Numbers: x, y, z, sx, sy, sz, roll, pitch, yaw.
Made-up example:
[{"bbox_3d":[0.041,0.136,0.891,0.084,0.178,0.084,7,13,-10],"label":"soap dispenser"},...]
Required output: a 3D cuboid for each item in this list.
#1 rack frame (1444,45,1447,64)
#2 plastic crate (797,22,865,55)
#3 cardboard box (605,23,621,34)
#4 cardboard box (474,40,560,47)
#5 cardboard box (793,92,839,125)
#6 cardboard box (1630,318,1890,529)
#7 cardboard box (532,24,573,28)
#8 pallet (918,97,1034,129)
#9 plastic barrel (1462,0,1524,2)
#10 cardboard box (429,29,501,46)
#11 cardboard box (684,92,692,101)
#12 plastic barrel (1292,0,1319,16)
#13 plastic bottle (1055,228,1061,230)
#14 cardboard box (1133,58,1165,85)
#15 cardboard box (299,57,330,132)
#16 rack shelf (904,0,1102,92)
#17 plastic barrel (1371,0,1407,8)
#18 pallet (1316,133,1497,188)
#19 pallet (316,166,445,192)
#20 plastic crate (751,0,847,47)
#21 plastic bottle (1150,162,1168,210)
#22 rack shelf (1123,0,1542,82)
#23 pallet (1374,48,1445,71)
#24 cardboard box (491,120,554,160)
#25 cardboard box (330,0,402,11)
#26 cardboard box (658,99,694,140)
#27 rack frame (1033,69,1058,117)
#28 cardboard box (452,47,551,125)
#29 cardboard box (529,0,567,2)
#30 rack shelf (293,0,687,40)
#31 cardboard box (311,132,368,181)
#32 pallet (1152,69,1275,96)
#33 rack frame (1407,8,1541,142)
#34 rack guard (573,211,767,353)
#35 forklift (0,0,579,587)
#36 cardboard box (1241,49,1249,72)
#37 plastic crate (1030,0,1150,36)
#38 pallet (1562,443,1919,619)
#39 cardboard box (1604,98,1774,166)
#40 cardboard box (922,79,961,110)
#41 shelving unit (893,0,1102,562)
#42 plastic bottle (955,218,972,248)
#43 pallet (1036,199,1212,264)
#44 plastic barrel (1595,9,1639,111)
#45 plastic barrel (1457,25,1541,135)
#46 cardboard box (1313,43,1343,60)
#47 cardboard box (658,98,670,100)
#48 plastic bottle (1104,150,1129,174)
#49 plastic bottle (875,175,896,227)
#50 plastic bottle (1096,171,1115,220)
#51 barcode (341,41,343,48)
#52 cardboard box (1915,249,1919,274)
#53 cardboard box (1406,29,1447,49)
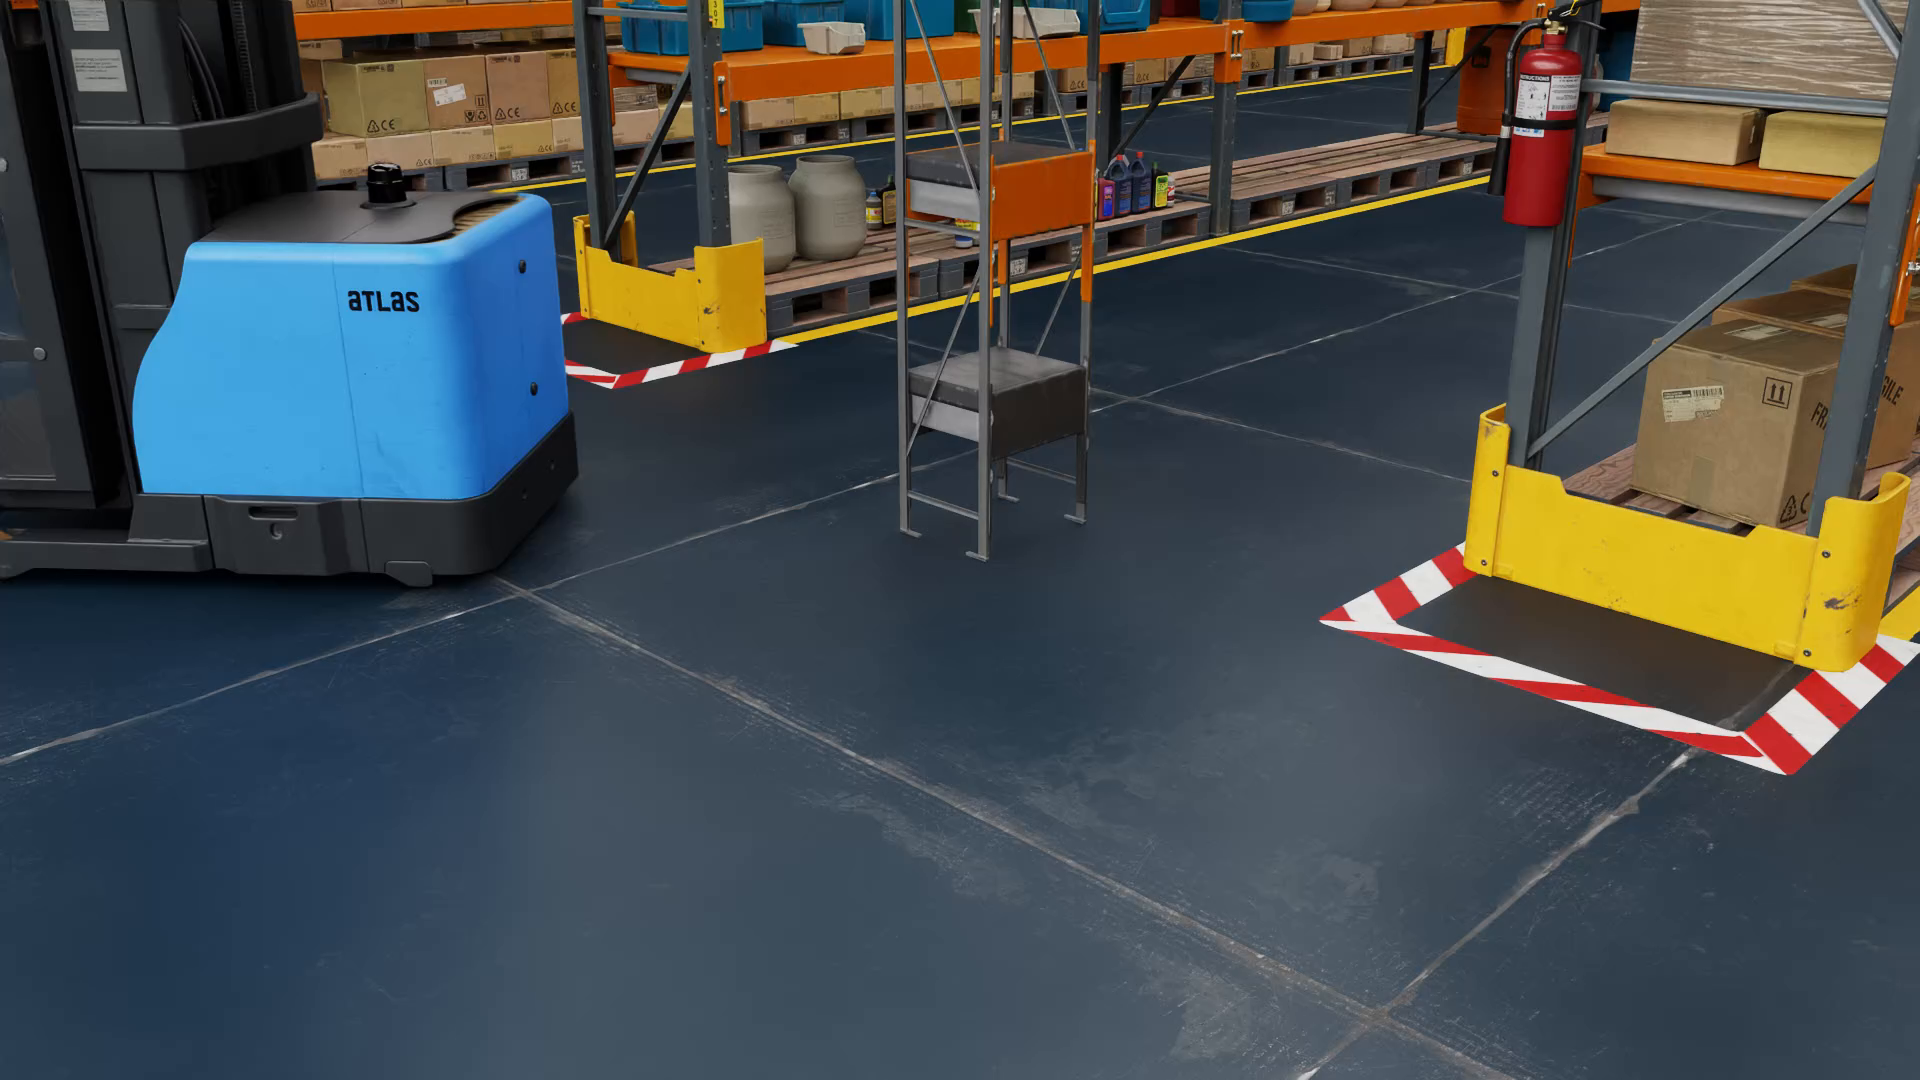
[{"bbox_3d":[6.147,-7.787,21.652,1.000,3.000,0.127,19,28,41],"label":"rack frame"},{"bbox_3d":[-0.613,-2.459,8.160,0.298,0.136,0.250,19,28,41],"label":"plastic crate"},{"bbox_3d":[-4.219,-5.571,18.760,0.700,0.500,0.500,19,28,40],"label":"cardboard box"},{"bbox_3d":[-3.469,-3.667,13.135,0.500,0.500,0.500,19,28,41],"label":"cardboard box"},{"bbox_3d":[-1.408,-3.787,14.494,0.500,0.250,0.500,-19,28,-41],"label":"cardboard box"},{"bbox_3d":[2.528,-0.379,5.278,0.500,0.500,0.500,-14,25,-32],"label":"cardboard box"},{"bbox_3d":[-4.609,-5.772,18.235,0.500,0.250,0.500,18,28,39],"label":"cardboard box"},{"bbox_3d":[-0.036,-4.227,16.277,1.003,0.211,1.213,19,28,41],"label":"pallet"},{"bbox_3d":[4.006,-4.358,12.542,0.600,0.536,0.708,19,28,41],"label":"plastic barrel"},{"bbox_3d":[-5.274,-5.173,17.723,0.500,0.500,0.700,-19,28,-40],"label":"cardboard box"},{"bbox_3d":[-2.143,-3.794,14.511,0.500,0.250,0.500,19,28,40],"label":"cardboard box"},{"bbox_3d":[2.147,-3.716,10.871,0.433,0.535,0.433,0,21,0],"label":"plastic barrel"},{"bbox_3d":[0.541,-1.912,9.656,0.097,0.201,0.097,0,21,0],"label":"plastic bottle"},{"bbox_3d":[1.803,-5.078,17.476,0.500,0.500,0.500,19,28,40],"label":"cardboard box"},{"bbox_3d":[-4.854,-3.149,11.787,0.500,0.500,0.500,19,28,41],"label":"cardboard box"},{"bbox_3d":[0.115,-1.663,5.062,0.431,0.518,0.480,19,28,41],"label":"rack shelf"},{"bbox_3d":[2.960,-4.016,11.652,0.433,0.535,0.433,0,21,0],"label":"plastic barrel"},{"bbox_3d":[3.544,-2.998,13.081,1.003,0.211,1.213,19,28,41],"label":"pallet"},{"bbox_3d":[-4.511,-2.579,11.991,1.003,0.211,1.213,19,28,41],"label":"pallet"},{"bbox_3d":[-0.876,-2.733,8.711,0.499,0.251,0.408,19,28,41],"label":"plastic crate"},{"bbox_3d":[1.223,-2.192,10.271,0.133,0.283,0.061,-18,28,-39],"label":"plastic bottle"},{"bbox_3d":[2.717,-3.640,11.865,1.077,0.370,4.000,19,28,41],"label":"rack shelf"},{"bbox_3d":[5.539,-6.260,21.568,1.003,0.211,1.213,19,28,41],"label":"pallet"},{"bbox_3d":[-3.433,-3.054,12.586,0.500,0.250,0.500,19,28,41],"label":"cardboard box"},{"bbox_3d":[-4.317,-3.973,11.592,0.500,0.500,0.700,-19,28,-41],"label":"cardboard box"},{"bbox_3d":[-2.391,-3.441,13.592,0.500,0.250,0.500,19,28,41],"label":"cardboard box"},{"bbox_3d":[0.566,-5.730,16.302,1.000,3.000,0.127,19,28,41],"label":"rack frame"},{"bbox_3d":[-3.433,-3.403,12.450,0.500,0.500,0.500,19,28,41],"label":"cardboard box"},{"bbox_3d":[-3.245,-4.368,12.618,0.500,0.500,0.700,-20,28,-41],"label":"cardboard box"},{"bbox_3d":[-3.619,-3.852,12.418,1.077,0.370,4.000,19,28,41],"label":"rack shelf"},{"bbox_3d":[-4.481,-2.668,11.583,0.500,0.250,0.500,19,28,41],"label":"cardboard box"},{"bbox_3d":[2.816,-5.238,18.909,1.003,0.211,1.213,19,28,41],"label":"pallet"},{"bbox_3d":[4.113,-4.489,13.074,1.000,3.000,0.127,19,28,41],"label":"rack frame"},{"bbox_3d":[-1.449,-1.298,8.254,1.175,0.500,0.348,19,28,41],"label":"rack guard"},{"bbox_3d":[-2.911,-1.416,5.172,3.031,2.935,1.130,1,21,4],"label":"forklift"},{"bbox_3d":[2.867,-5.473,18.505,0.500,0.500,0.500,19,28,41],"label":"cardboard box"},{"bbox_3d":[0.745,-3.039,9.509,0.499,0.251,0.616,19,28,41],"label":"plastic crate"},{"bbox_3d":[2.726,-0.111,5.570,1.003,0.211,1.213,19,28,41],"label":"pallet"},{"bbox_3d":[2.131,-1.201,4.869,0.380,0.149,0.250,19,28,41],"label":"cardboard box"},{"bbox_3d":[-0.336,-4.185,15.528,0.500,0.250,0.500,-19,28,-41],"label":"cardboard box"},{"bbox_3d":[0.115,-1.023,5.309,0.431,2.100,0.503,19,28,41],"label":"shelving unit"},{"bbox_3d":[0.020,-1.753,9.144,0.097,0.271,0.097,0,21,0],"label":"plastic bottle"},{"bbox_3d":[0.824,-1.997,10.477,1.003,0.211,1.213,19,28,41],"label":"pallet"},{"bbox_3d":[6.017,-4.417,15.224,0.600,0.901,0.708,19,28,41],"label":"plastic barrel"},{"bbox_3d":[4.442,-3.803,13.726,0.600,0.830,0.708,19,28,41],"label":"plastic barrel"},{"bbox_3d":[4.401,-5.920,20.131,0.380,0.166,0.250,19,28,41],"label":"cardboard box"},{"bbox_3d":[-2.765,-3.571,13.932,0.500,0.250,0.500,19,28,41],"label":"cardboard box"},{"bbox_3d":[0.976,-2.229,10.271,0.144,0.351,0.185,19,28,41],"label":"plastic bottle"},{"bbox_3d":[-0.433,-1.987,9.736,0.133,0.283,0.061,-19,28,-41],"label":"plastic bottle"},{"bbox_3d":[0.862,-2.059,9.924,0.133,0.283,0.061,-18,27,-39],"label":"plastic bottle"},{"bbox_3d":[-6.325,-5.050,16.957,0.001,0.075,0.075,19,28,41],"label":"barcode"},{"bbox_3d":[3.792,-0.830,6.451,0.500,0.500,0.500,16,26,36],"label":"cardboard box"},{"bbox_3d":[5.944,-6.624,21.498,0.500,0.500,0.500,19,28,41],"label":"cardboard box"}]
